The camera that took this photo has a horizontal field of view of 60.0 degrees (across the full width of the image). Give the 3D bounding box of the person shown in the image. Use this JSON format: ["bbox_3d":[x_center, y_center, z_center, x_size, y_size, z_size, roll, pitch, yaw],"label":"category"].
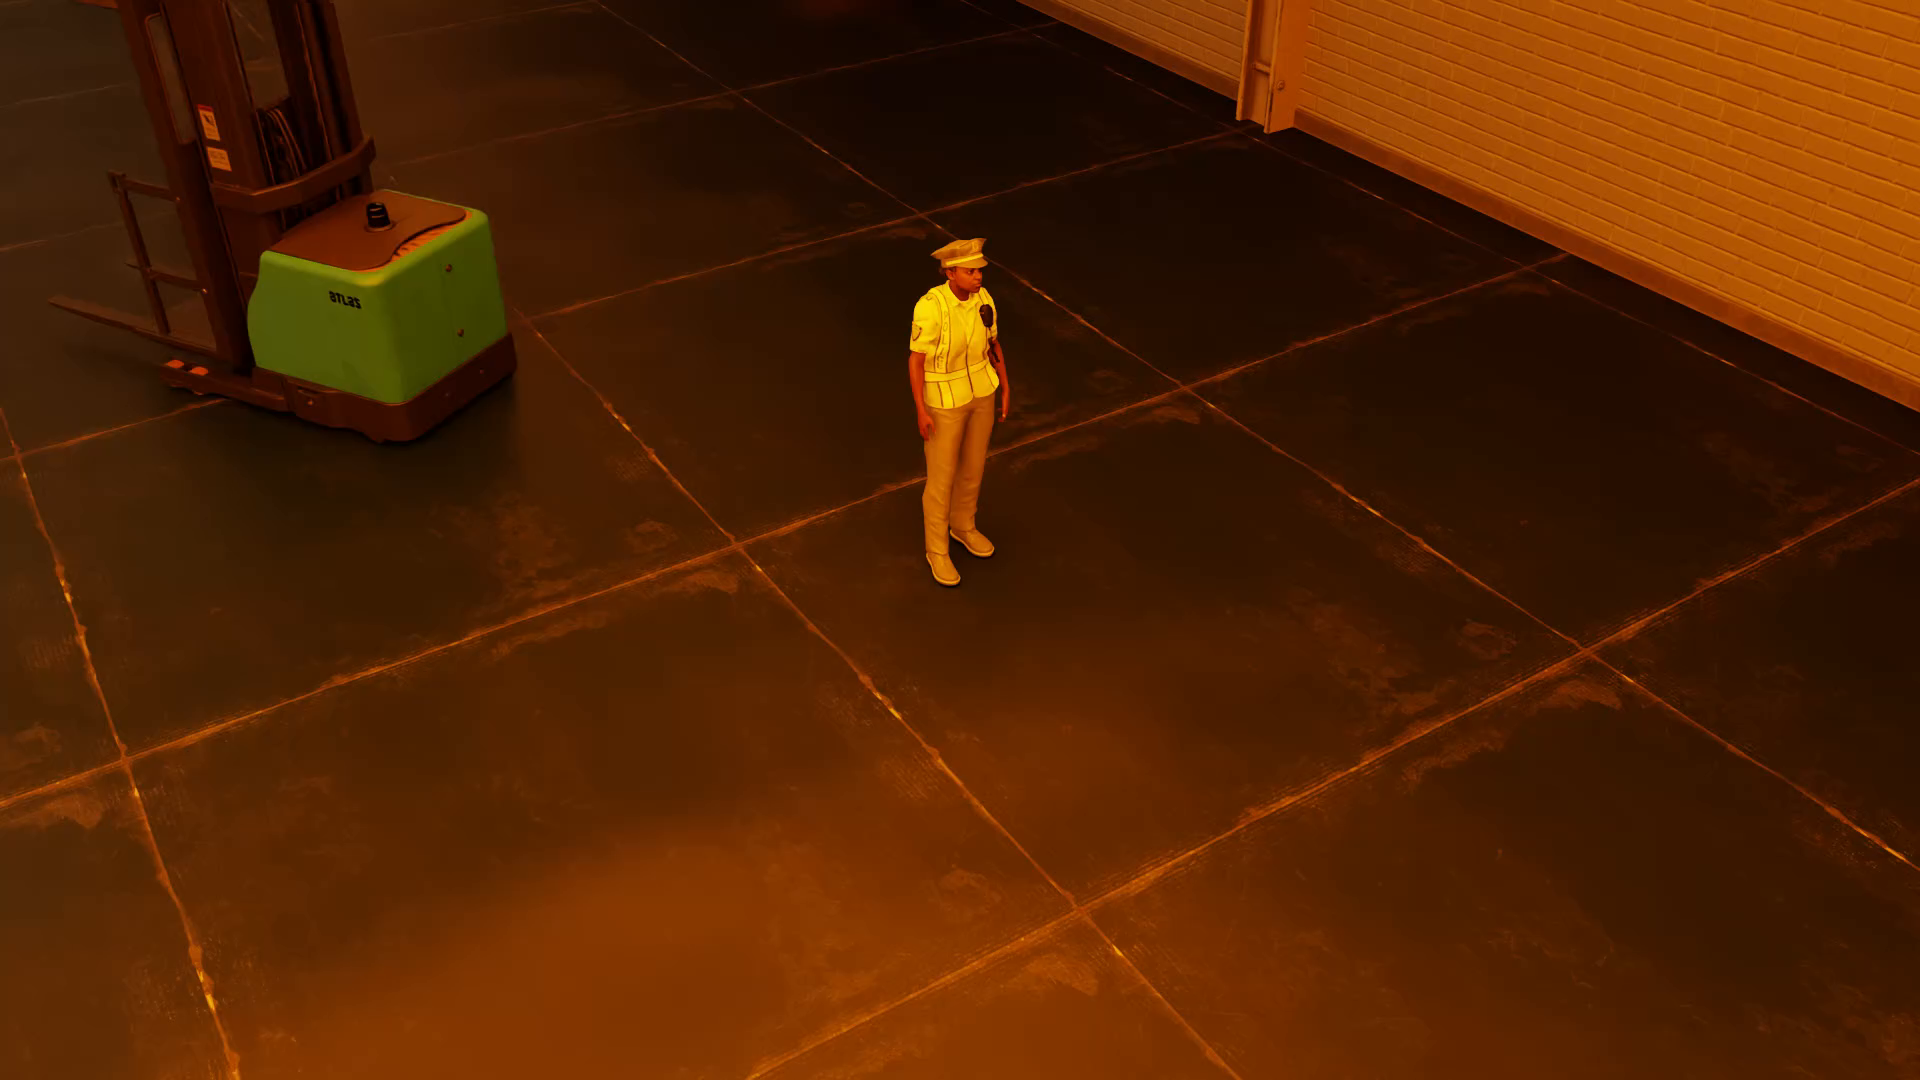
[{"bbox_3d":[0.024,-0.657,8.146,0.569,1.695,0.530,-21,40,-27],"label":"person"}]

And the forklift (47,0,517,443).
[{"bbox_3d":[-4.238,-2.321,9.451,3.031,2.935,1.130,15,38,21],"label":"forklift"}]
